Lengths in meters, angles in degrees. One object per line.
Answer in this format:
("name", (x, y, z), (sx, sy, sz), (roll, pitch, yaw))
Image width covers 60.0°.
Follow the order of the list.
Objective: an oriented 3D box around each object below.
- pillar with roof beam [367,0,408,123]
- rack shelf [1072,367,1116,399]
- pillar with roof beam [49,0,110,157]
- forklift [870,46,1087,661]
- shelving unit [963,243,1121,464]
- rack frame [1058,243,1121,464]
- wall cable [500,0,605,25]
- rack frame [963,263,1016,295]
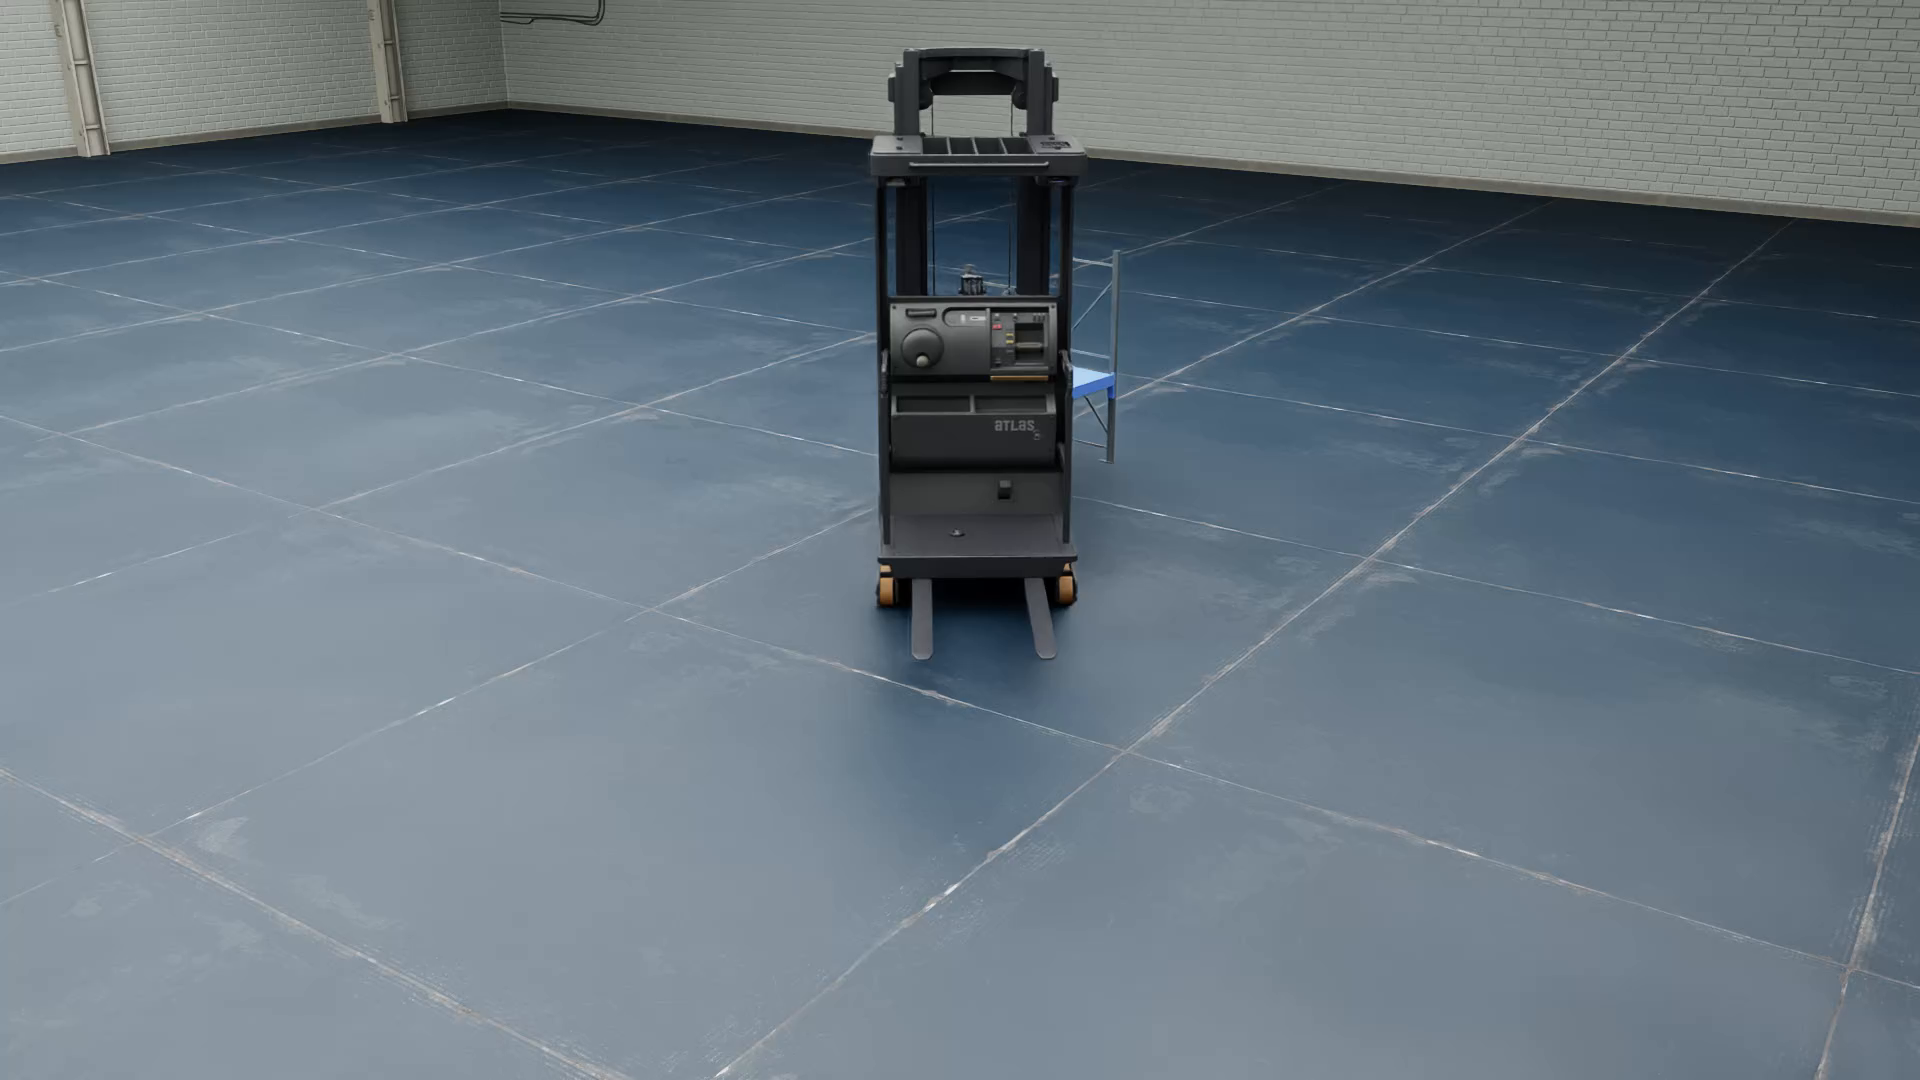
("pillar with roof beam", (-7.356, -11.456, 28.263), (9.100, 9.000, 0.400), (13, 24, 32))
("rack shelf", (0.553, -0.998, 11.319), (0.538, 0.185, 1.000), (17, 26, 38))
("pillar with roof beam", (-10.729, -9.734, 23.609), (9.100, 9.000, 0.400), (13, 24, 32))
("forklift", (0.084, -1.115, 9.054), (1.130, 2.935, 3.031), (-1, 20, -1))
("shelving unit", (0.553, -1.166, 11.257), (0.538, 1.500, 1.048), (17, 26, 38))
("rack frame", (0.886, -1.300, 11.617), (0.500, 1.500, 0.032), (17, 26, 38))
("wall cable", (-8.167, -11.426, 32.660), (3.097, 2.526, 0.112), (13, 24, 32))
("rack frame", (0.220, -1.033, 10.896), (0.500, 1.500, 0.032), (17, 26, 38))
